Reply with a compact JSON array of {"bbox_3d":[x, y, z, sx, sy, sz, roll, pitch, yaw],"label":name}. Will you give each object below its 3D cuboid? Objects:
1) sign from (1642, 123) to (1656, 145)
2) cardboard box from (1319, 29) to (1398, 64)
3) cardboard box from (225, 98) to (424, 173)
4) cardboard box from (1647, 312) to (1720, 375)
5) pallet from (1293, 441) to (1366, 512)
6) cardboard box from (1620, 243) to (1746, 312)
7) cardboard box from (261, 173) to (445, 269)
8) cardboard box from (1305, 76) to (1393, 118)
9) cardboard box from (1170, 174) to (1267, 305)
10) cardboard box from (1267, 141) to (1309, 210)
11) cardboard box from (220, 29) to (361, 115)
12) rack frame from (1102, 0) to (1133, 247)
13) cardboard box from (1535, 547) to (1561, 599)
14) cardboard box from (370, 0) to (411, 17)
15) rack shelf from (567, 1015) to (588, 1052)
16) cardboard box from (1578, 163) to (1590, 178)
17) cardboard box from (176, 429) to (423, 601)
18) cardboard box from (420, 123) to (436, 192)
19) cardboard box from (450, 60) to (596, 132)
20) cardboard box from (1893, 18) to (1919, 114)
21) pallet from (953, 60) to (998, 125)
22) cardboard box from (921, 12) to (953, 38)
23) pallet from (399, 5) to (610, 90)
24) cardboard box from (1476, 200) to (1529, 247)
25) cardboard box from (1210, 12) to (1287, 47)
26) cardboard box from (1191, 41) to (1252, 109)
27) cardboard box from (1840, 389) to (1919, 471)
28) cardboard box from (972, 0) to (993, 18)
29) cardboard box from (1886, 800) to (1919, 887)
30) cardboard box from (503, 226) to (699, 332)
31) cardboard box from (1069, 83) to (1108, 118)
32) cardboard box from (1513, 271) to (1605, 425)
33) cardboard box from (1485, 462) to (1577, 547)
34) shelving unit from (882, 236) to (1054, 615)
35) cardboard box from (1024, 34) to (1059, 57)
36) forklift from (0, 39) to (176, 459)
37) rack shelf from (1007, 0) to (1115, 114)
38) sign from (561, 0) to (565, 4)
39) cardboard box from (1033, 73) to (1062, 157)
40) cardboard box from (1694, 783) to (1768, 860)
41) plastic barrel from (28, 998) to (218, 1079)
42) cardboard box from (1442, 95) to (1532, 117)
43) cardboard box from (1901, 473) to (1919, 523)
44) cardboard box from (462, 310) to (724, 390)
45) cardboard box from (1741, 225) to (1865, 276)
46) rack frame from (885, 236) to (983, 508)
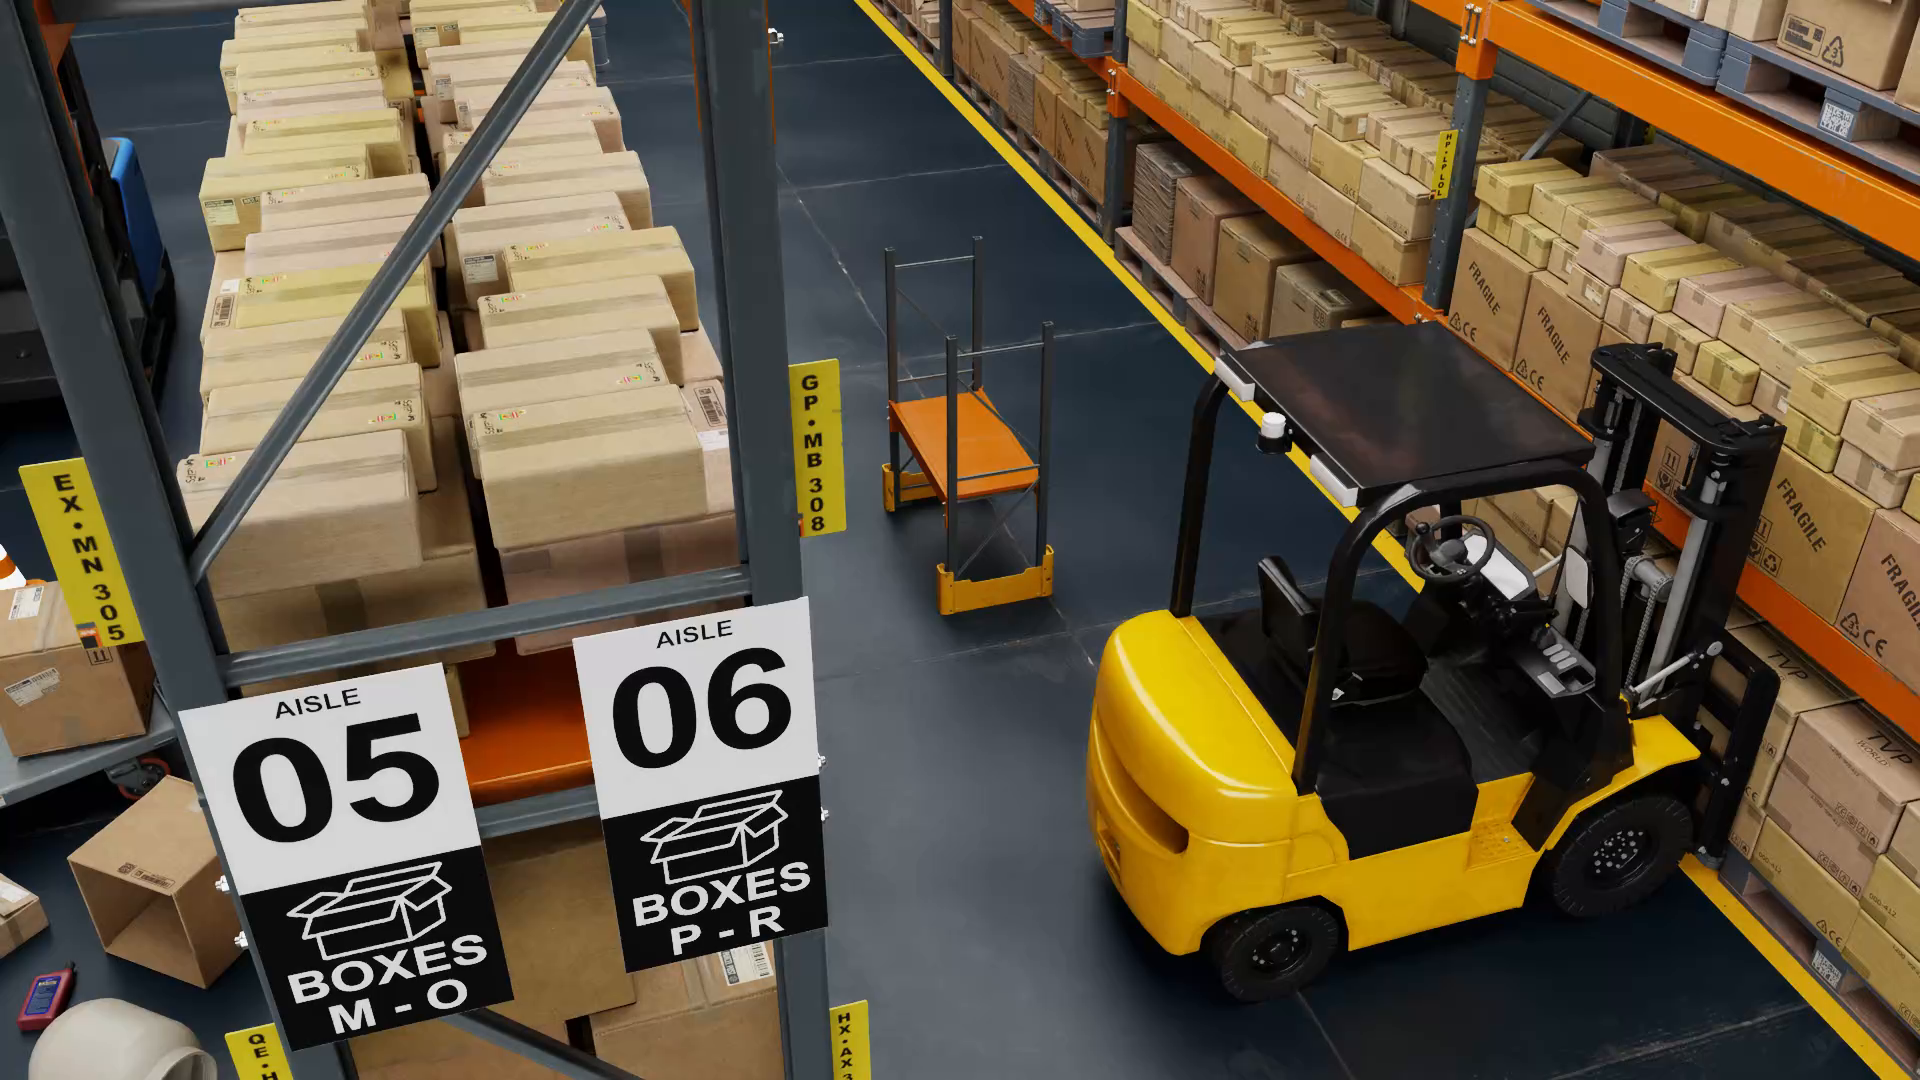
[{"bbox_3d":[3.275,-1.863,7.992,0.100,0.325,0.005,-10,35,-15],"label":"sign"},{"bbox_3d":[2.306,-2.848,9.660,0.380,0.149,0.250,-9,35,-13],"label":"cardboard box"},{"bbox_3d":[-1.799,-1.040,4.748,0.500,0.250,0.500,-10,35,-14],"label":"cardboard box"},{"bbox_3d":[2.957,-0.799,6.559,0.380,0.149,0.250,-11,35,-16],"label":"cardboard box"},{"bbox_3d":[2.485,-0.592,9.454,1.003,0.211,1.213,-10,35,-15],"label":"pallet"},{"bbox_3d":[2.900,-1.055,6.677,0.380,0.149,0.250,-11,35,-15],"label":"cardboard box"},{"bbox_3d":[-1.431,-0.731,3.920,0.380,0.149,0.250,-11,35,-16],"label":"cardboard box"},{"bbox_3d":[2.084,-2.363,8.926,0.380,0.149,0.250,-11,35,-16],"label":"cardboard box"},{"bbox_3d":[1.911,-1.988,10.811,0.875,0.625,0.625,-9,34,-13],"label":"cardboard box"},{"bbox_3d":[2.063,-2.062,9.285,0.500,0.250,0.500,-10,35,-14],"label":"cardboard box"},{"bbox_3d":[-1.960,-1.383,4.906,0.380,0.149,0.250,-10,35,-15],"label":"cardboard box"},{"bbox_3d":[1.527,-3.475,11.288,1.000,3.000,0.127,-10,35,-15],"label":"rack frame"},{"bbox_3d":[2.899,0.224,7.349,0.500,0.250,0.500,-10,35,-15],"label":"cardboard box"},{"bbox_3d":[-2.295,-2.184,6.369,0.500,0.250,0.500,-11,35,-16],"label":"cardboard box"},{"bbox_3d":[-1.369,0.812,5.453,1.077,0.370,4.000,-10,35,-15],"label":"rack shelf"},{"bbox_3d":[2.837,-1.830,8.482,0.500,0.250,0.500,-11,35,-16],"label":"cardboard box"},{"bbox_3d":[-1.143,-0.045,2.881,0.380,0.149,0.250,-10,35,-14],"label":"cardboard box"},{"bbox_3d":[-1.910,-1.221,5.385,0.380,0.149,0.250,-10,35,-15],"label":"cardboard box"},{"bbox_3d":[-1.214,-1.218,4.656,0.380,0.149,0.250,-10,35,-14],"label":"cardboard box"},{"bbox_3d":[3.383,-1.531,5.063,0.700,0.500,0.500,-10,35,-14],"label":"cardboard box"},{"bbox_3d":[0.591,-3.991,14.598,1.003,0.211,1.213,-10,35,-15],"label":"pallet"},{"bbox_3d":[-0.143,-4.804,15.504,0.380,0.149,0.250,-11,35,-16],"label":"cardboard box"},{"bbox_3d":[-2.066,-2.053,6.586,1.213,0.211,1.003,-10,35,-15],"label":"pallet"},{"bbox_3d":[2.594,-1.476,7.583,0.380,0.149,0.250,-11,35,-15],"label":"cardboard box"},{"bbox_3d":[1.726,-3.038,9.947,0.380,0.149,0.250,-10,35,-14],"label":"cardboard box"},{"bbox_3d":[1.724,-2.806,9.958,0.500,0.250,0.500,-11,35,-16],"label":"cardboard box"},{"bbox_3d":[3.257,-0.382,5.659,0.380,0.149,0.250,-9,35,-14],"label":"cardboard box"},{"bbox_3d":[0.321,-4.612,14.307,0.380,0.149,0.250,-11,35,-16],"label":"cardboard box"},{"bbox_3d":[3.530,1.091,5.585,0.500,0.250,0.500,-9,34,-13],"label":"cardboard box"},{"bbox_3d":[-0.788,-0.554,3.651,0.380,0.149,0.250,-10,35,-15],"label":"cardboard box"},{"bbox_3d":[1.022,-3.233,12.219,0.380,0.149,0.250,-12,35,-17],"label":"cardboard box"},{"bbox_3d":[2.809,-0.869,7.253,0.500,0.500,0.500,-9,35,-14],"label":"cardboard box"},{"bbox_3d":[2.742,-0.243,7.603,0.500,0.250,0.500,-10,35,-15],"label":"cardboard box"},{"bbox_3d":[0.023,-0.586,8.276,0.587,1.500,1.083,-10,35,-15],"label":"shelving unit"},{"bbox_3d":[0.731,-3.933,13.279,0.380,0.149,0.250,-10,35,-15],"label":"cardboard box"},{"bbox_3d":[-5.419,-2.094,9.260,1.130,2.935,3.031,-10,35,-14],"label":"forklift"},{"bbox_3d":[0.917,-4.225,13.075,1.077,0.370,4.000,-10,35,-15],"label":"rack shelf"},{"bbox_3d":[-1.464,-2.101,6.018,0.100,0.325,0.005,-10,35,-15],"label":"sign"},{"bbox_3d":[0.888,-3.332,12.958,0.500,0.500,0.500,-9,34,-13],"label":"cardboard box"},{"bbox_3d":[3.236,0.977,6.664,0.500,0.250,0.500,-10,35,-14],"label":"cardboard box"},{"bbox_3d":[-2.831,1.807,5.631,0.512,0.421,0.421,13,36,18],"label":"plastic barrel"},{"bbox_3d":[2.737,-2.189,8.662,0.380,0.149,0.250,-10,35,-15],"label":"cardboard box"},{"bbox_3d":[3.403,-0.130,5.546,0.380,0.149,0.250,-10,35,-15],"label":"cardboard box"},{"bbox_3d":[-0.803,-0.326,3.668,0.500,0.250,0.500,-11,35,-15],"label":"cardboard box"},{"bbox_3d":[3.459,-1.159,6.834,0.380,0.149,0.250,-11,35,-15],"label":"cardboard box"},{"bbox_3d":[-0.129,-0.848,8.673,0.500,1.500,0.032,-10,35,-15],"label":"rack frame"}]
